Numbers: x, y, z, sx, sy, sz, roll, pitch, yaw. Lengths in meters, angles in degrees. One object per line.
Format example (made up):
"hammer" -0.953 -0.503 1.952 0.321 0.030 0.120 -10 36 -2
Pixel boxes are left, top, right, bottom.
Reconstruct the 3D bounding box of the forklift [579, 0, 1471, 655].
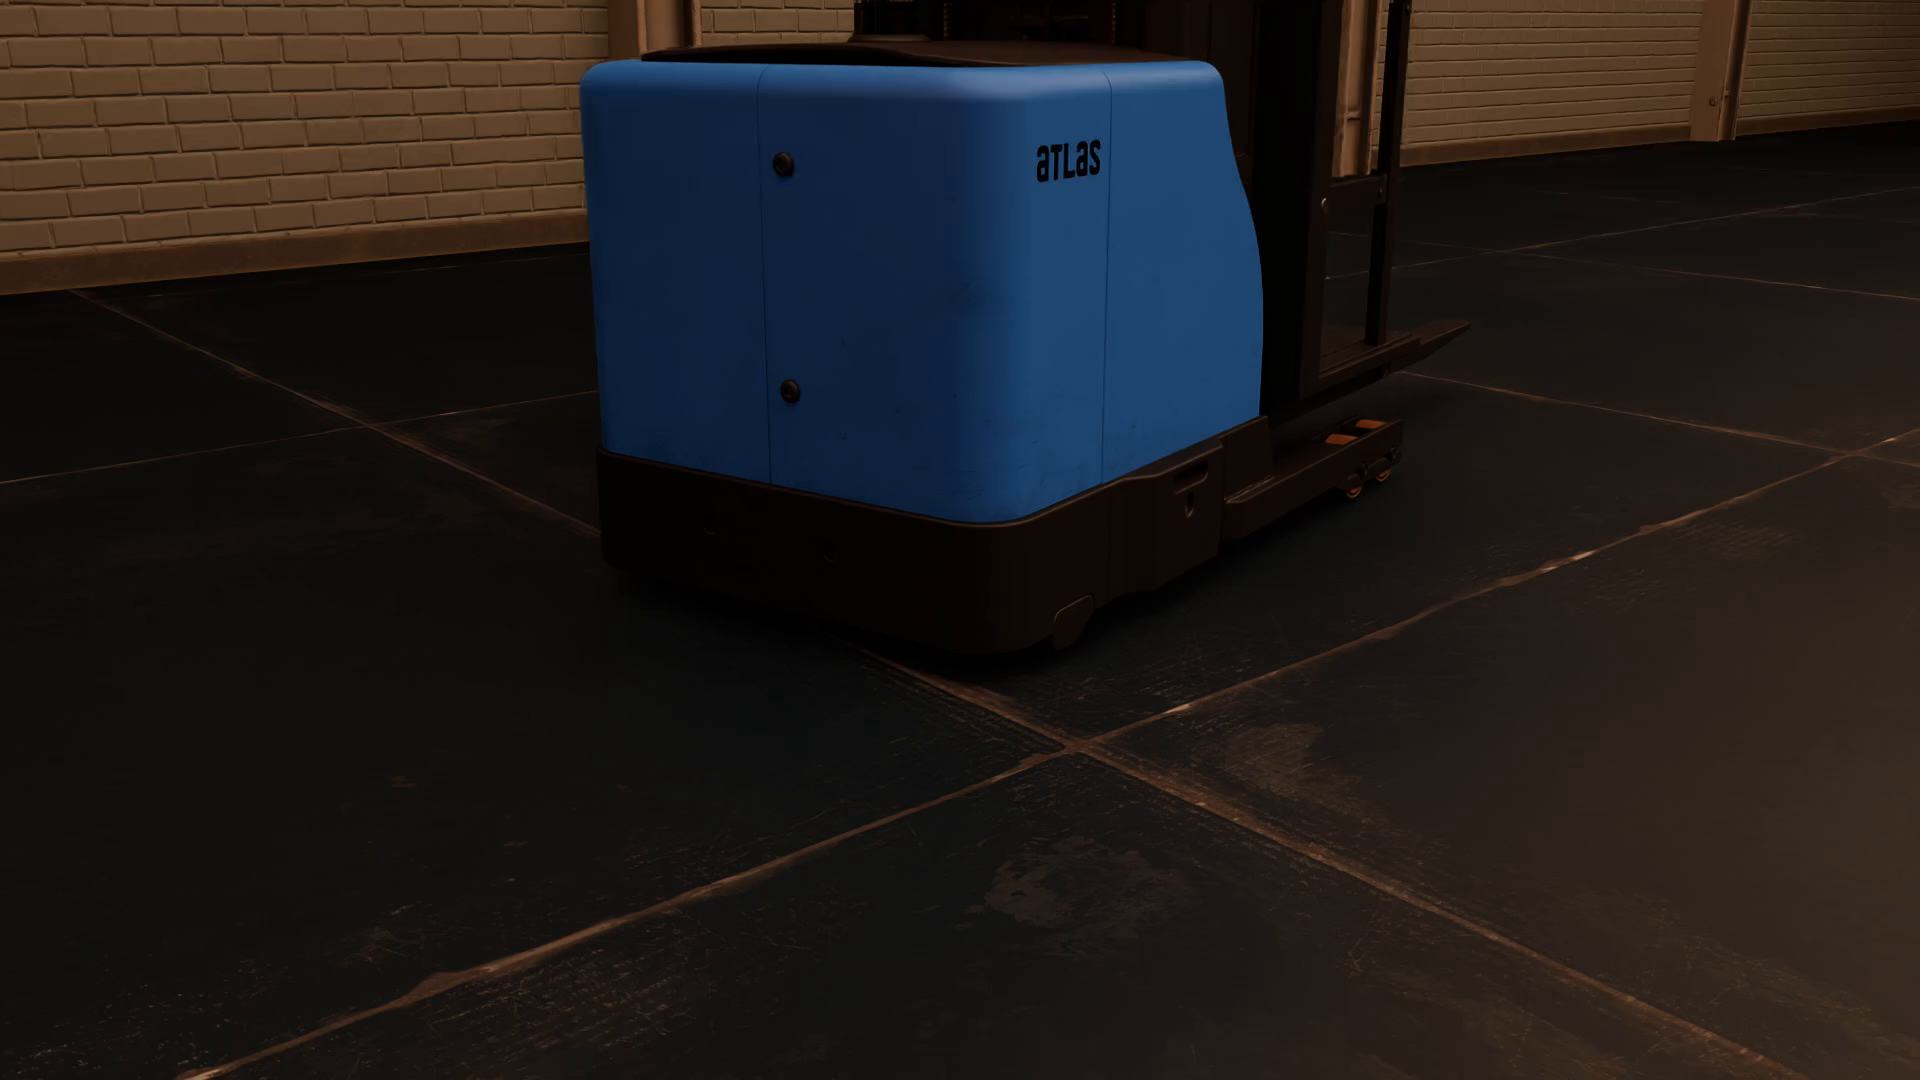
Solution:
"forklift" 0.501 -1.573 3.969 1.130 2.935 3.031 12 21 33
